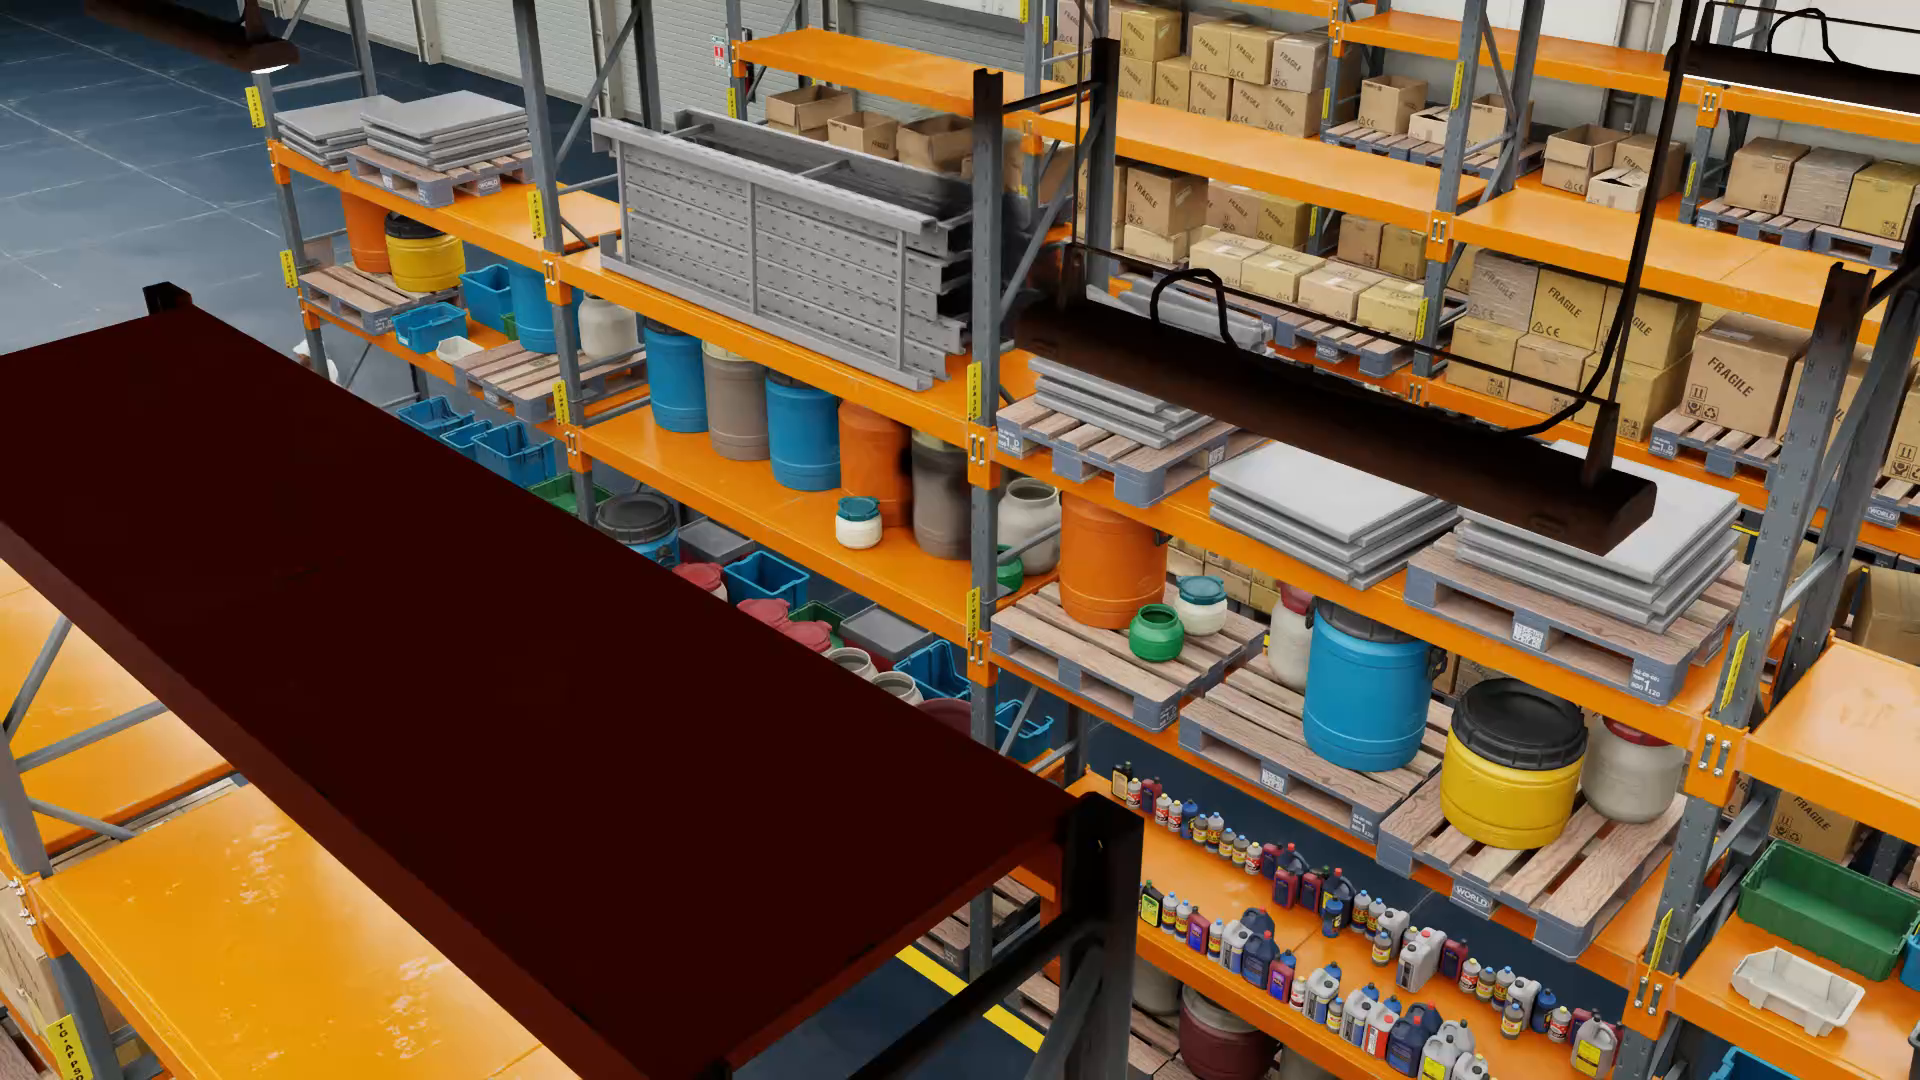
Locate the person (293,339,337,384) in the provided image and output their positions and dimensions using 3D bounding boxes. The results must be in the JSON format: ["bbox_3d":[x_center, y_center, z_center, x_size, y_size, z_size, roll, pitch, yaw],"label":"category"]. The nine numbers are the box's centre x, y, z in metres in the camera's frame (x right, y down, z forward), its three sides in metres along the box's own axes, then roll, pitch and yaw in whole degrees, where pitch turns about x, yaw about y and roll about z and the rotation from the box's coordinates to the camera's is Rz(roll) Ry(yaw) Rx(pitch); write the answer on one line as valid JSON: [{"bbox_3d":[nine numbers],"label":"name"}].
[{"bbox_3d":[-6.386,-1.204,16.613,0.615,1.736,0.735,-1,29,-3],"label":"person"}]

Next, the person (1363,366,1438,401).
[{"bbox_3d":[4.444,-1.237,16.602,1.012,1.788,0.689,16,33,26],"label":"person"}]
